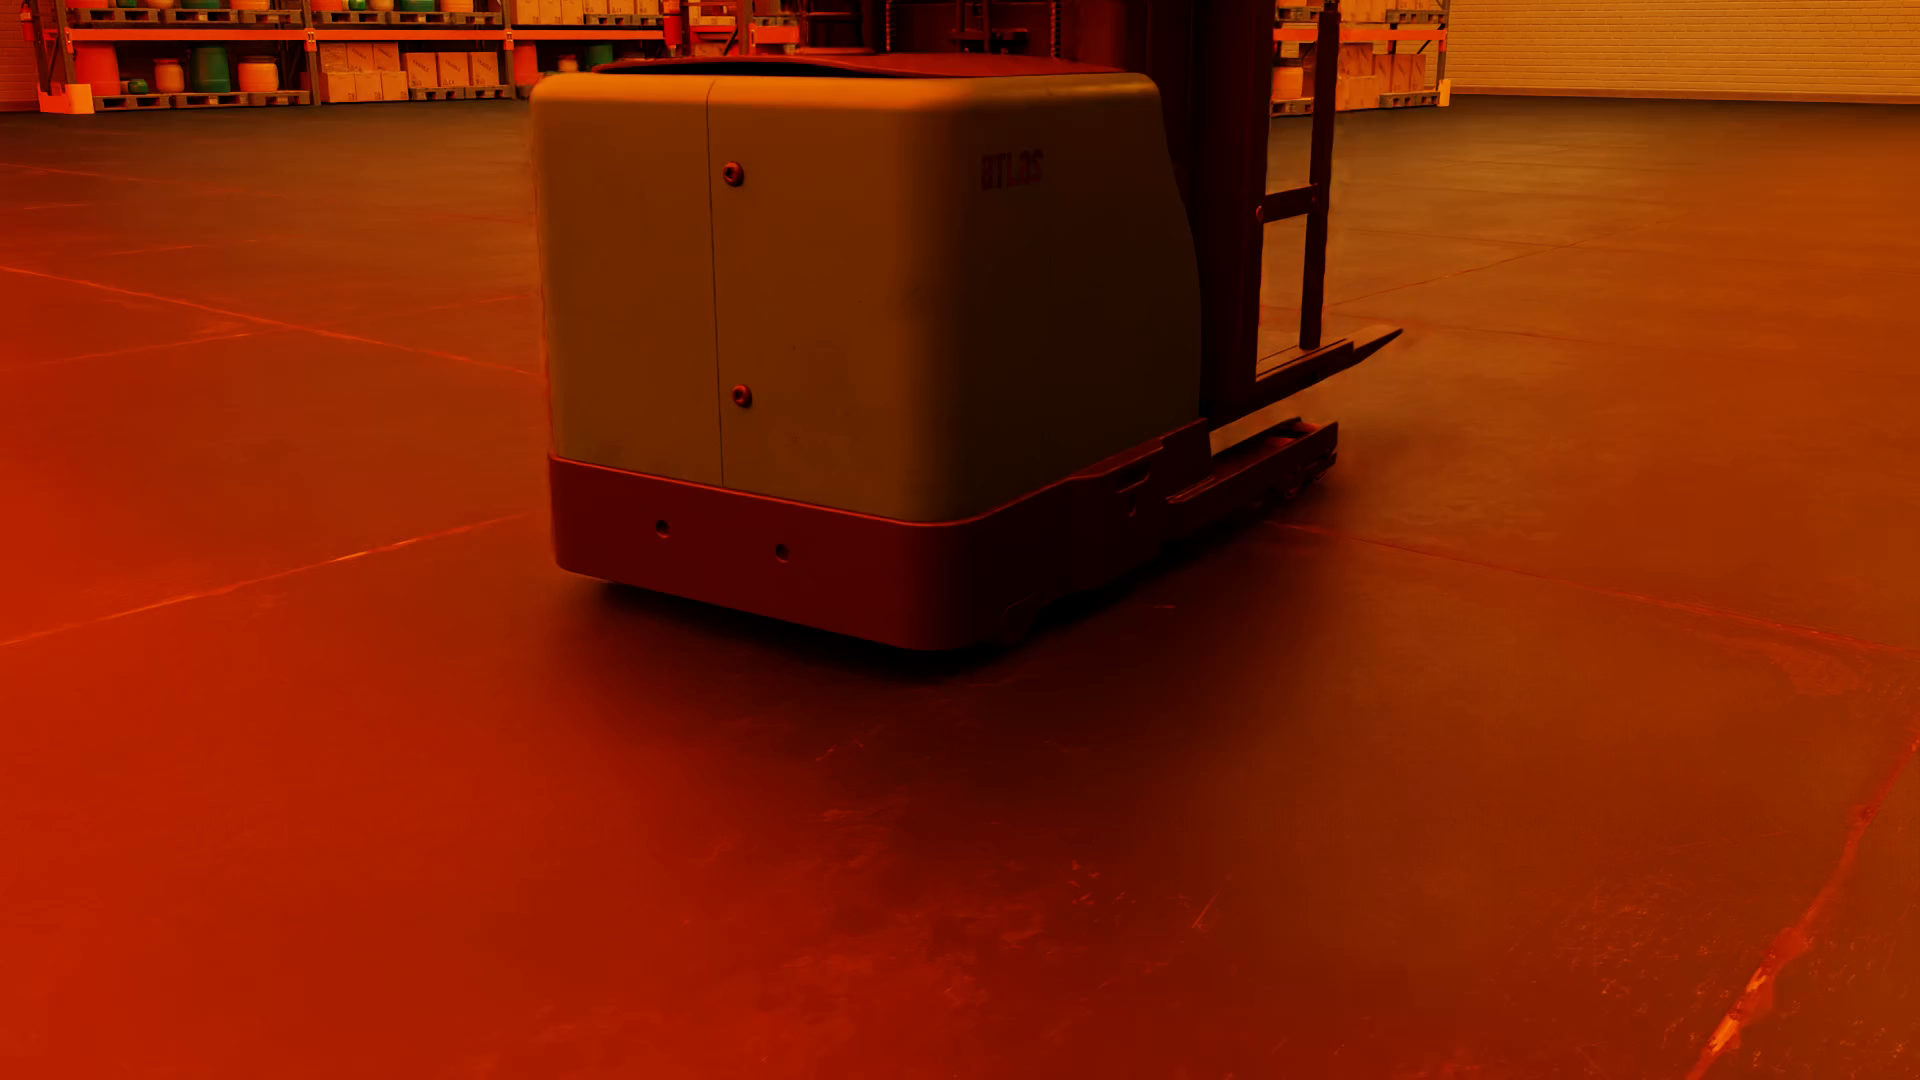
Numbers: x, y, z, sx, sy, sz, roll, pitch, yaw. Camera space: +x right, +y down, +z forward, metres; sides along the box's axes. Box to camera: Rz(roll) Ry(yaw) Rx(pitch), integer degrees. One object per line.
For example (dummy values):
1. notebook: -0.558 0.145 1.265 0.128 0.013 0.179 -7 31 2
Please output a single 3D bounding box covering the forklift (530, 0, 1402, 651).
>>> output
1. forklift: 0.356 -1.571 4.072 1.130 2.935 3.031 11 20 31
